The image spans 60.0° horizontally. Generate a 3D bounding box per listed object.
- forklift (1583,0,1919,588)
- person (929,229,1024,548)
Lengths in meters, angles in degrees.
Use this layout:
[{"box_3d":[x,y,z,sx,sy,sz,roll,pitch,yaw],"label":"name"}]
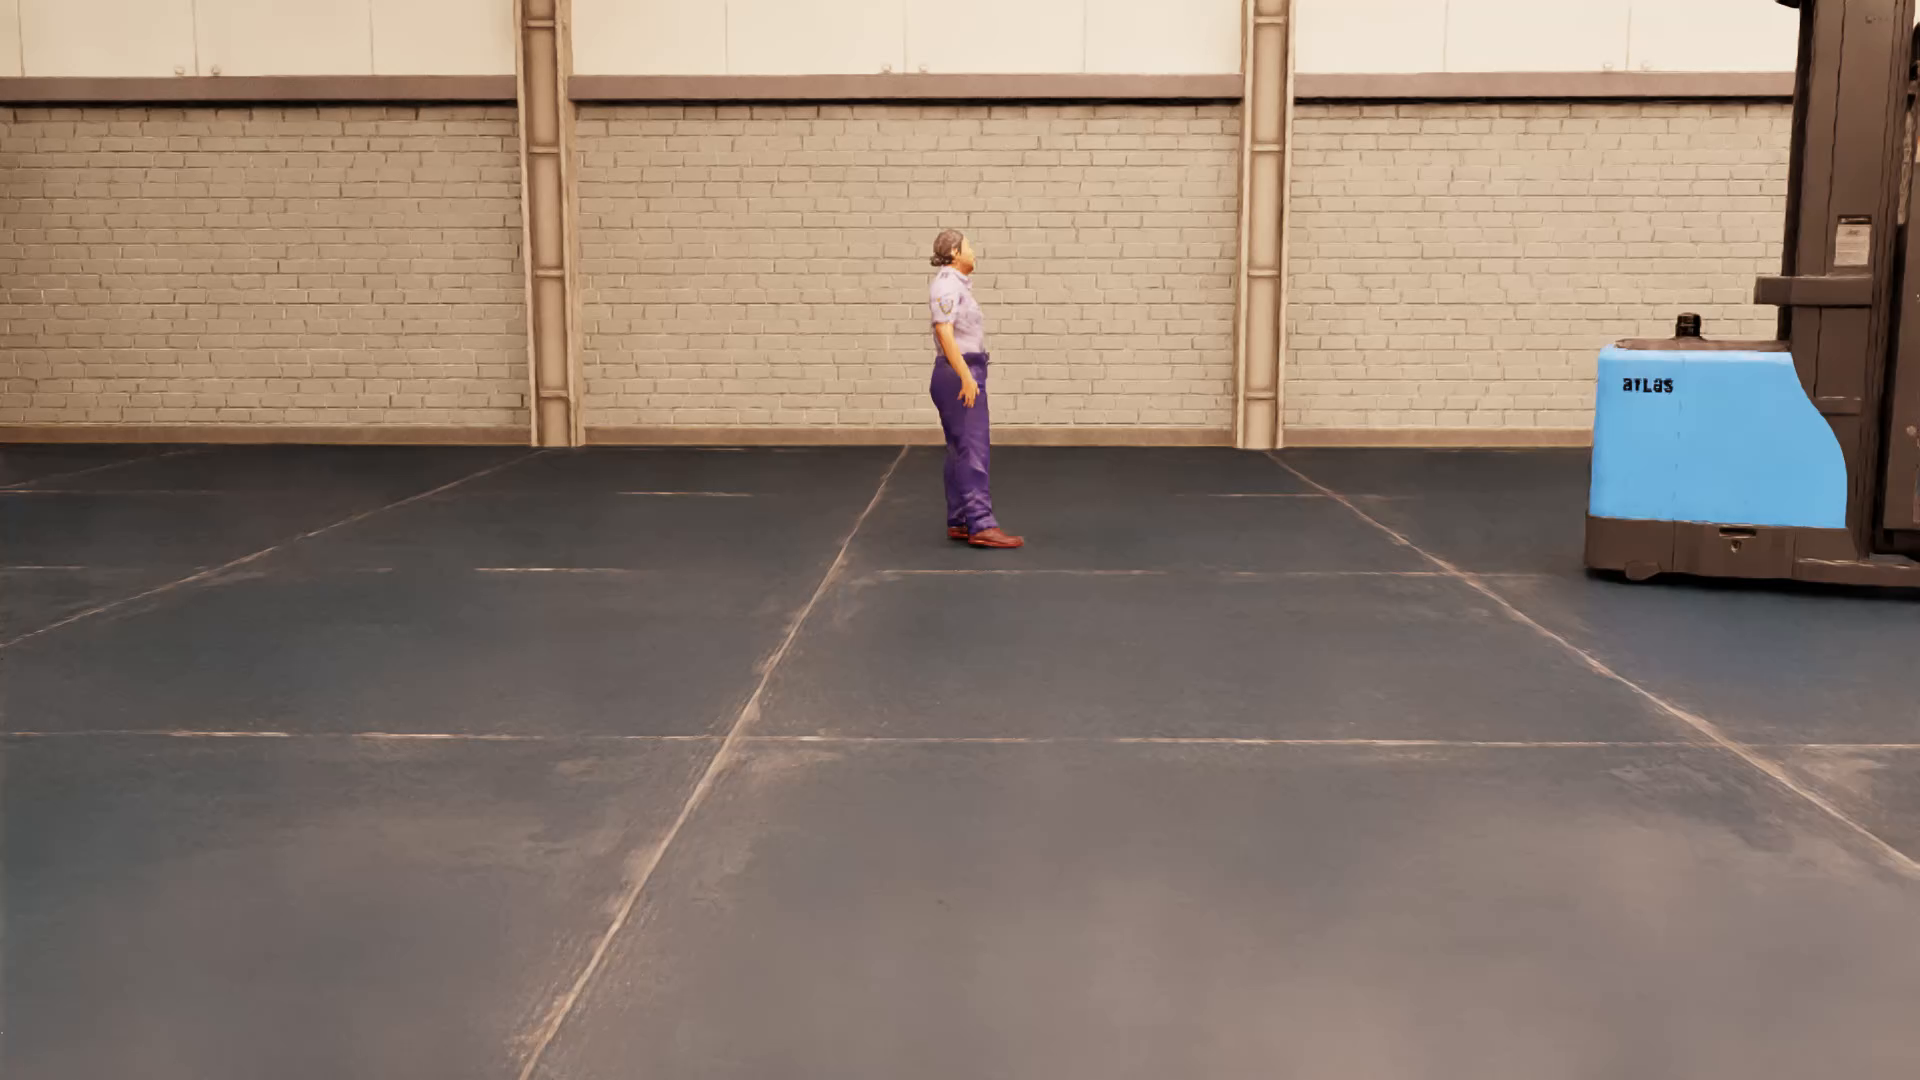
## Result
[{"box_3d":[4.482,-1.240,7.413,3.031,2.935,1.130,3,9,21],"label":"forklift"},{"box_3d":[0.089,-0.818,8.852,0.502,1.650,0.599,0,9,1],"label":"person"}]
